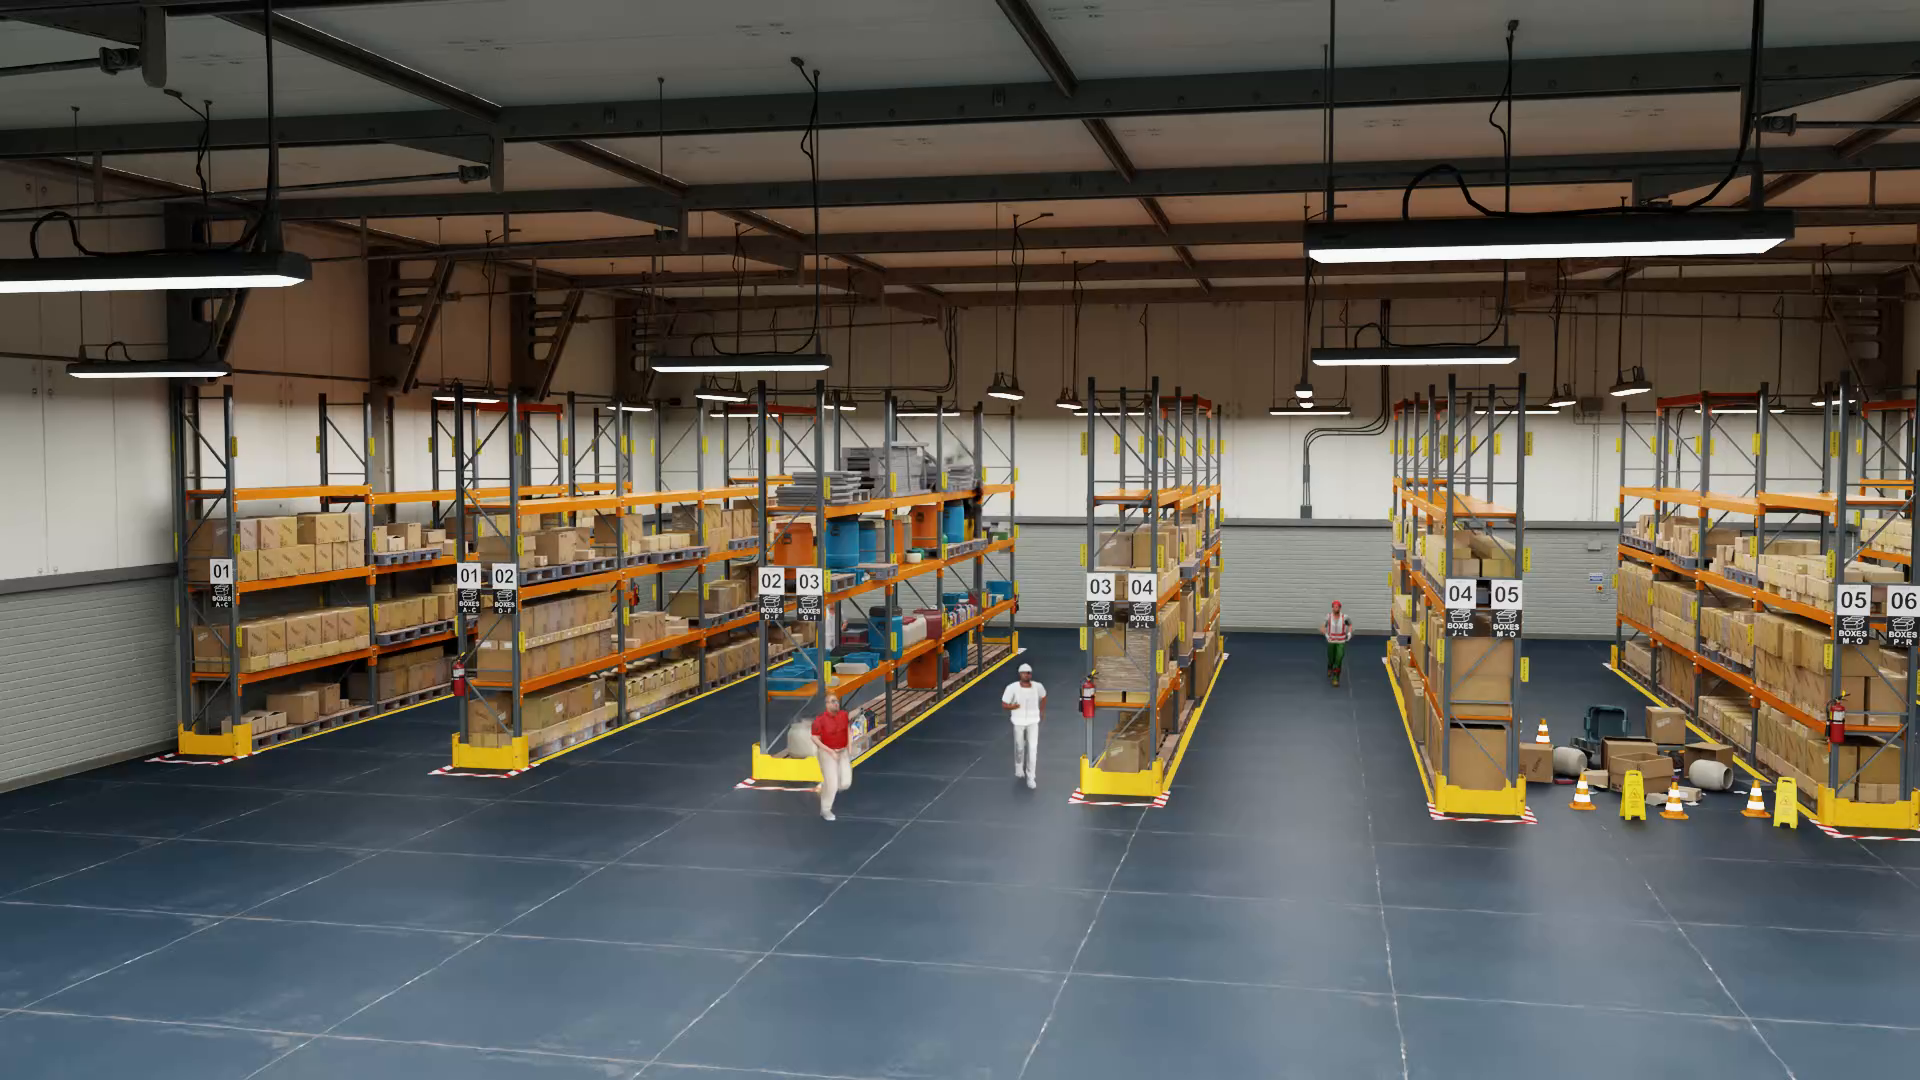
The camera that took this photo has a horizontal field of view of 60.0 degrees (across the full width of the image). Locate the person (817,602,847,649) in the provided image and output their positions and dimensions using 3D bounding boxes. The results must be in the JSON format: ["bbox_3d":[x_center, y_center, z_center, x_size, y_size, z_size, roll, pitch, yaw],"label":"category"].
[{"bbox_3d":[-2.783,2.107,36.167,0.653,1.742,0.587,0,3,1],"label":"person"}]

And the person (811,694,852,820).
[{"bbox_3d":[-1.713,2.913,22.442,0.684,1.691,0.668,-3,4,-38],"label":"person"}]

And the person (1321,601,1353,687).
[{"bbox_3d":[7.954,2.164,35.099,0.664,1.778,0.874,1,3,15],"label":"person"}]

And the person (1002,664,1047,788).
[{"bbox_3d":[0.965,2.709,24.576,0.700,1.762,0.935,0,3,-3],"label":"person"}]
